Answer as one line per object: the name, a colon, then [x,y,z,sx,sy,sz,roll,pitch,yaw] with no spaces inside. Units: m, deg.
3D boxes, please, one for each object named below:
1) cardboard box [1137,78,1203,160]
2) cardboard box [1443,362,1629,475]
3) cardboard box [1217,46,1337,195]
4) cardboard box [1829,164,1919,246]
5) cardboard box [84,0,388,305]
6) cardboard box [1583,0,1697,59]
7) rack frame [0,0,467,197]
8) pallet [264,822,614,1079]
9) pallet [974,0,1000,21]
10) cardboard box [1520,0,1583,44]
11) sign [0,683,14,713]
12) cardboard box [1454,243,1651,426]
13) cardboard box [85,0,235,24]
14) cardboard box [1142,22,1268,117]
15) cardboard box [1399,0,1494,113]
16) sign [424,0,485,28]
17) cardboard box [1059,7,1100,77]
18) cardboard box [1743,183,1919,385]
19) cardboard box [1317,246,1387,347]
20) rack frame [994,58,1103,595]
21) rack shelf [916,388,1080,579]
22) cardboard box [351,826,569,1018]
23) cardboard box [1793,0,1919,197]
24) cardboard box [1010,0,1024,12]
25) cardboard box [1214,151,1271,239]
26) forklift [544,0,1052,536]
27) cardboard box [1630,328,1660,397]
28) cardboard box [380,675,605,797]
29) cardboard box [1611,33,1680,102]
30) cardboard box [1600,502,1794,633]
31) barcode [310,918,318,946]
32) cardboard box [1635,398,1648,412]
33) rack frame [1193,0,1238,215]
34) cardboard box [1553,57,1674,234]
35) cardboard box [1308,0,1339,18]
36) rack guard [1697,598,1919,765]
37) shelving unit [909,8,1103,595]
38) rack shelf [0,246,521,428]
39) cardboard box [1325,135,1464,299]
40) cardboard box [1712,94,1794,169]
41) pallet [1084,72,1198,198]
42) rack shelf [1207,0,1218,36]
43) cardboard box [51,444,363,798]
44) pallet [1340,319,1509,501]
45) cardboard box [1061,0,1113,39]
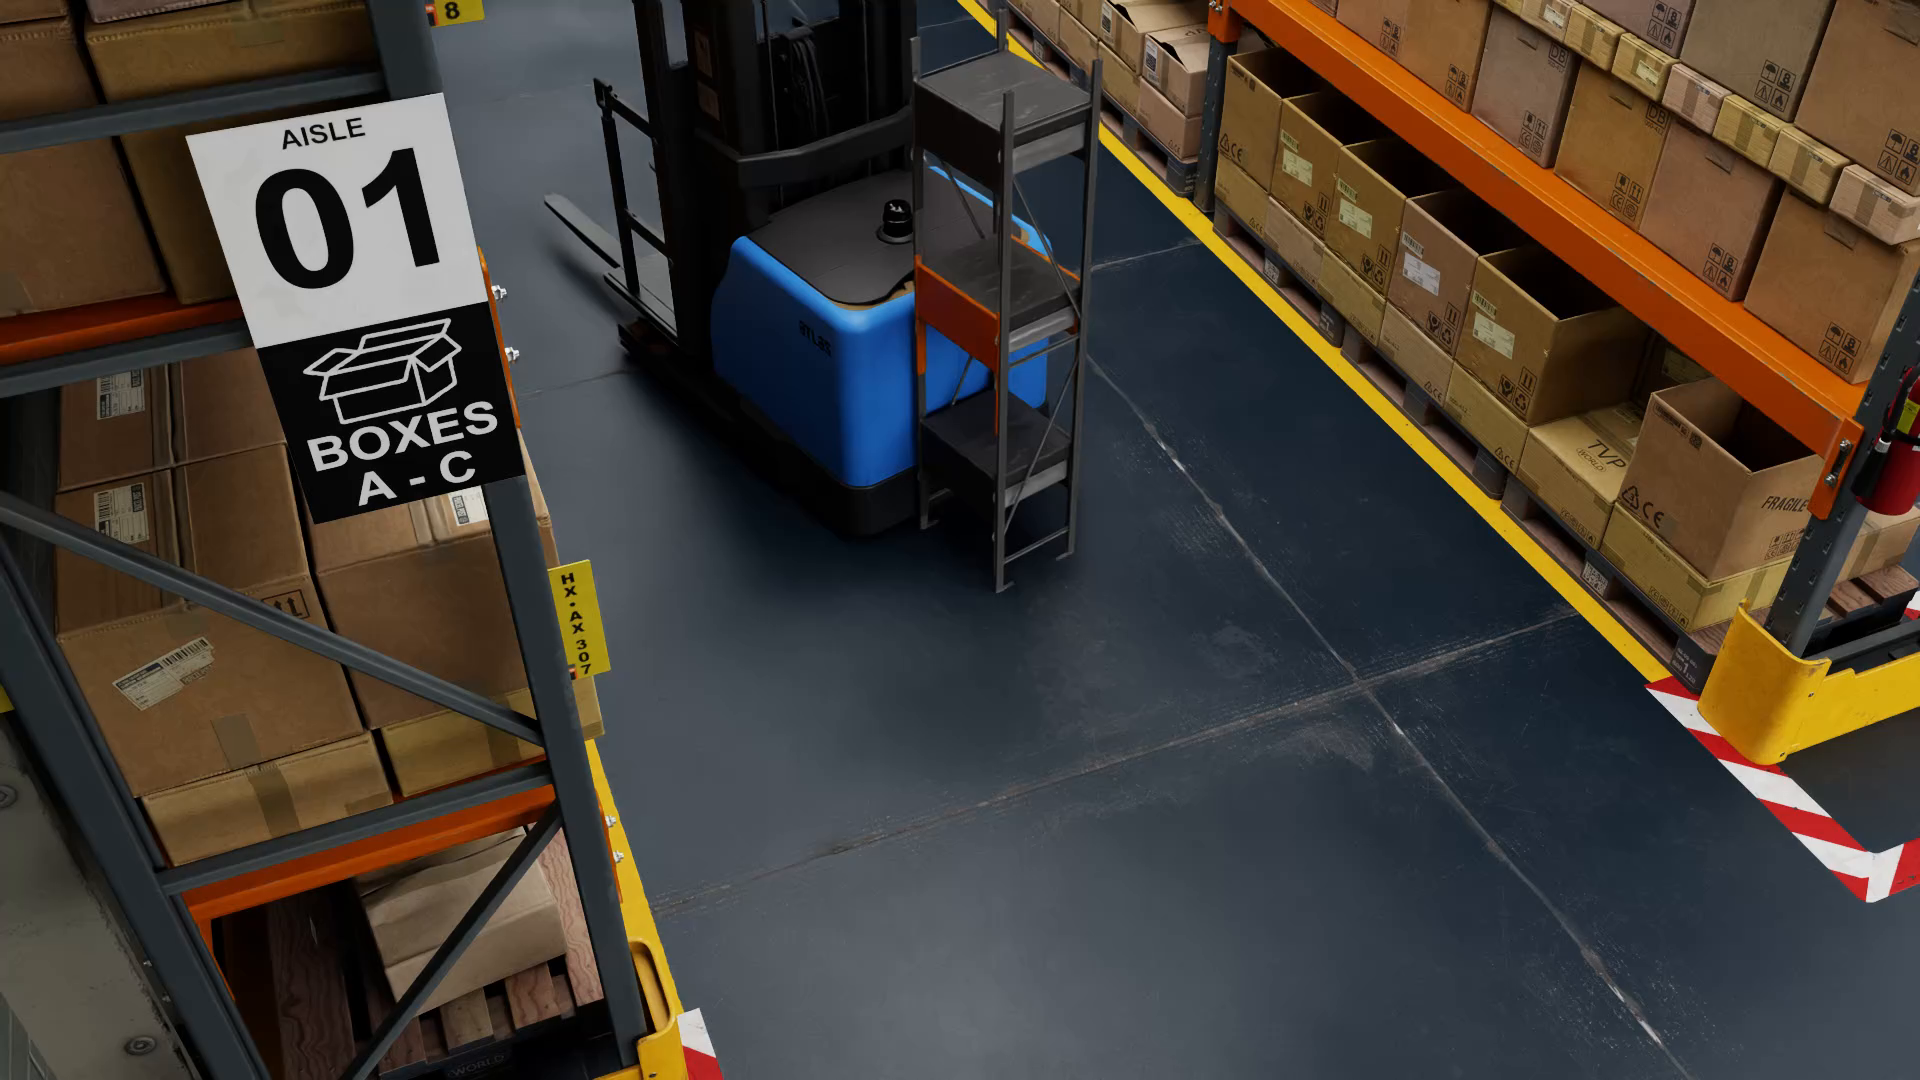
cardboard box: [1.294,-2.301,8.912,0.500,0.250,0.500,-16,43,-17]
cardboard box: [2.377,-0.562,6.890,0.500,0.250,0.500,-15,43,-17]
cardboard box: [1.609,-2.050,8.046,0.500,0.500,0.500,-15,43,-17]
cardboard box: [2.929,-1.064,5.112,0.380,0.149,0.250,-16,43,-18]
cardboard box: [-1.221,-0.806,2.994,0.500,0.500,0.500,-14,43,-16]
cardboard box: [2.664,-2.062,5.776,0.700,0.500,0.500,-15,43,-17]
rack frame: [-1.324,-1.634,1.748,1.000,3.000,0.127,-15,43,-17]
pallet: [-1.632,1.154,5.246,1.003,0.211,1.213,-15,43,-17]
pallet: [0.469,-3.854,11.069,1.003,0.211,1.213,-15,43,-17]
cardboard box: [2.333,-1.998,6.198,0.380,0.149,0.250,-16,43,-17]
sign: [-1.845,0.208,3.077,0.100,0.325,0.005,-15,43,-17]
cardboard box: [2.375,-0.846,6.645,0.500,0.500,0.500,-15,43,-17]
cardboard box: [-1.247,-1.214,2.701,0.500,0.500,0.500,-18,44,-20]
cardboard box: [1.301,-2.509,8.723,0.500,0.311,0.500,-15,43,-17]
cardboard box: [2.292,-2.160,6.884,0.700,0.500,0.500,-14,43,-16]
sign: [-0.823,-0.963,2.599,0.100,0.325,0.005,-15,43,-17]
cardboard box: [0.906,-2.914,9.625,0.500,0.250,0.500,-14,43,-16]
cardboard box: [3.084,-0.920,5.442,0.700,0.500,0.500,-15,43,-17]
cardboard box: [1.991,-1.164,7.589,0.500,0.250,0.500,-15,43,-17]
rack frame: [0.296,-0.666,5.914,0.400,2.100,0.015,-27,47,-28]
rack shelf: [0.146,-0.251,6.526,0.431,0.518,0.480,-27,47,-28]
cardboard box: [-1.506,1.054,4.948,0.500,0.311,0.500,-20,45,-22]
cardboard box: [3.064,-1.443,5.056,0.700,0.500,0.500,-15,43,-17]
cardboard box: [0.517,-3.530,10.341,0.500,0.250,0.500,-16,43,-18]
cardboard box: [1.618,-1.769,8.293,0.500,0.250,0.500,-15,43,-17]
forklift: [-0.923,-2.035,6.869,1.130,2.935,3.031,-27,47,-28]
cardboard box: [2.855,-0.976,6.796,0.500,0.500,0.500,-15,43,-17]
cardboard box: [-1.218,0.317,4.181,0.500,0.250,0.500,-16,43,-18]
cardboard box: [2.534,-1.685,5.835,0.380,0.149,0.250,-14,43,-16]
cardboard box: [2.773,0.037,6.194,0.500,0.250,0.500,-15,43,-17]
barcode: [-1.882,1.140,4.842,0.001,0.075,0.075,-15,43,-17]
cardboard box: [3.057,-0.393,6.693,0.500,0.250,0.500,-15,43,-17]
rack frame: [1.721,-3.007,7.946,1.000,3.000,0.127,-15,43,-17]
cardboard box: [2.694,-1.535,6.158,0.700,0.500,0.500,-15,43,-17]
cardboard box: [1.896,-2.779,7.604,0.700,0.500,0.500,-16,43,-18]
rack guard: [3.260,0.365,5.942,1.175,0.500,0.348,-15,43,-17]
shelving unit: [0.146,-0.792,6.060,0.431,2.100,0.503,-27,47,-28]
rack shelf: [-2.090,-1.429,4.362,1.077,0.370,4.000,-15,43,-17]
cardboard box: [1.991,-1.448,7.345,0.500,0.500,0.500,-15,43,-17]
cardboard box: [2.729,-1.375,5.474,0.380,0.149,0.250,-16,43,-17]
pallet: [1.403,-2.384,9.360,1.003,0.211,1.213,-15,43,-17]
rack shelf: [0.955,-3.939,9.582,1.077,0.370,4.000,-15,43,-17]
cardboard box: [-1.701,0.175,3.771,0.500,0.500,0.500,-16,43,-17]
pallet: [2.457,-0.724,7.430,1.003,0.211,1.213,-15,43,-17]
cardboard box: [0.907,-3.122,9.436,0.500,0.311,0.500,-15,43,-17]
